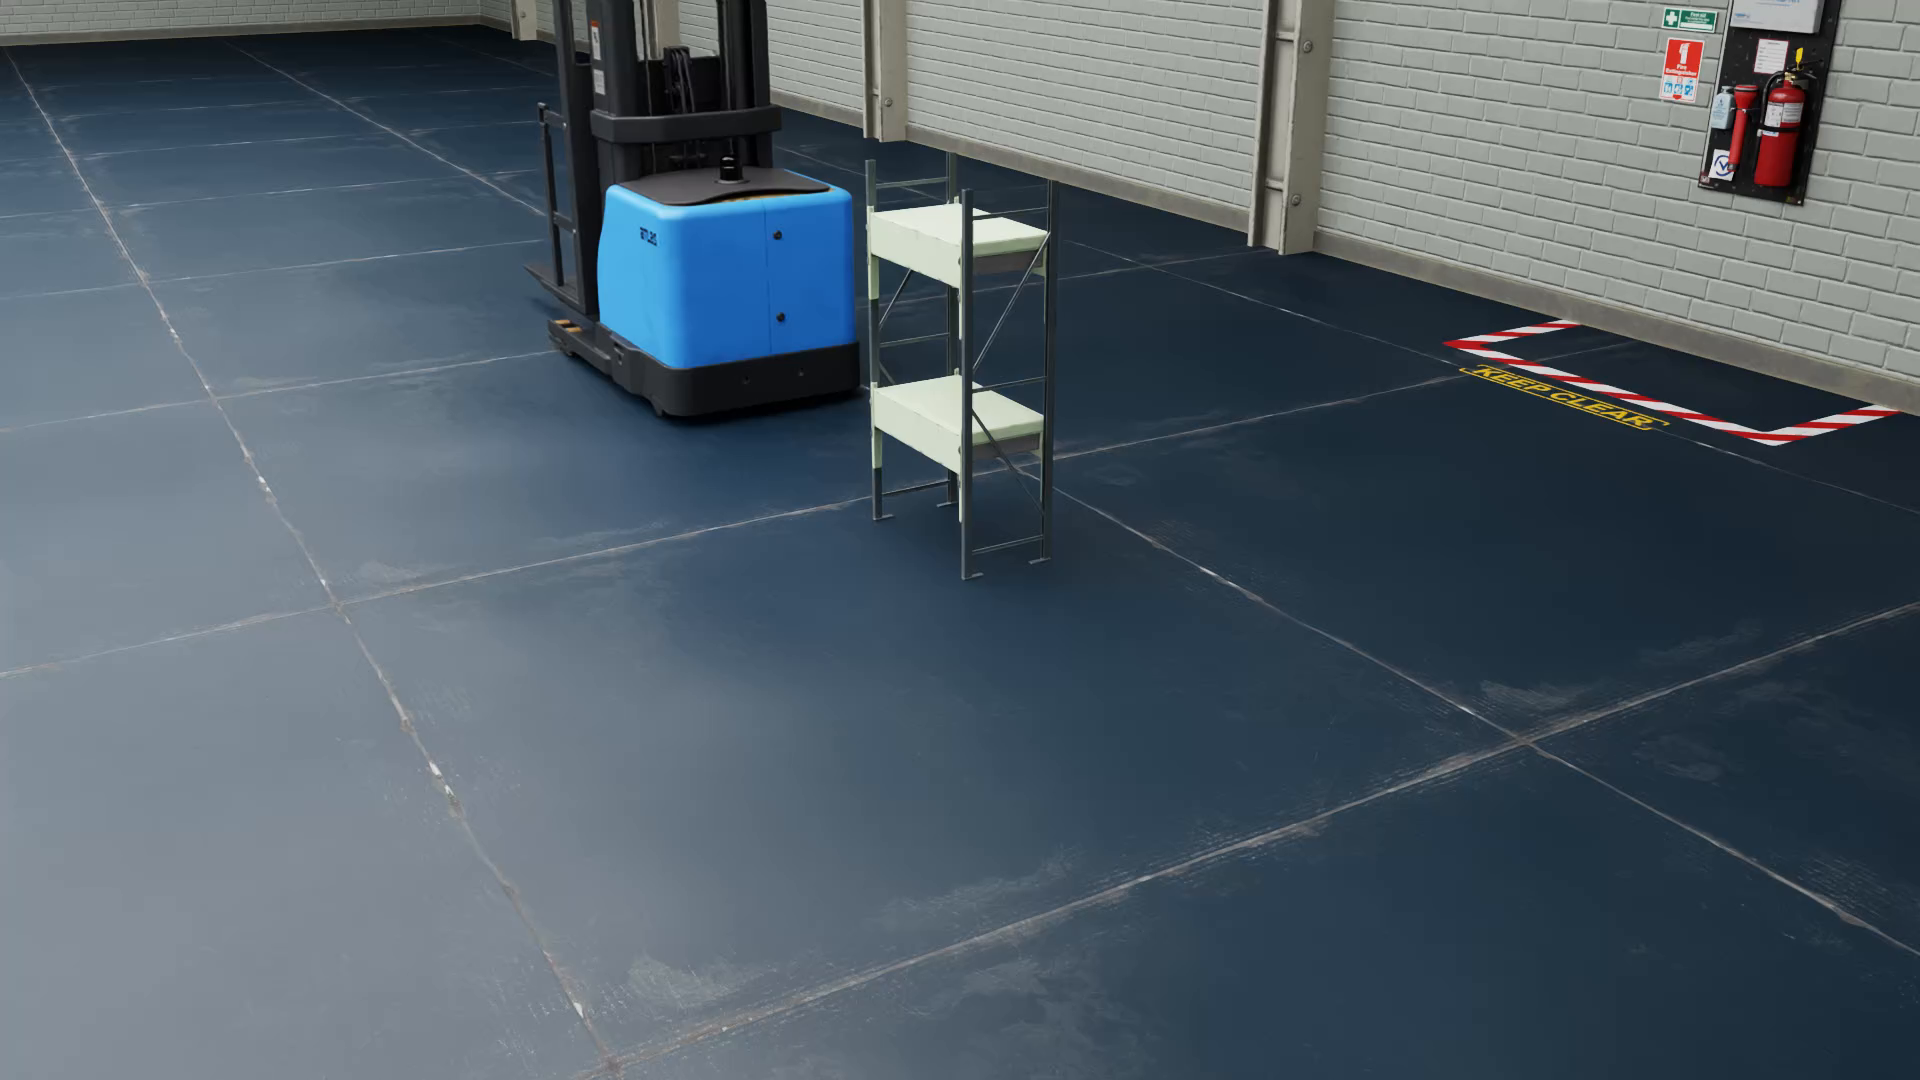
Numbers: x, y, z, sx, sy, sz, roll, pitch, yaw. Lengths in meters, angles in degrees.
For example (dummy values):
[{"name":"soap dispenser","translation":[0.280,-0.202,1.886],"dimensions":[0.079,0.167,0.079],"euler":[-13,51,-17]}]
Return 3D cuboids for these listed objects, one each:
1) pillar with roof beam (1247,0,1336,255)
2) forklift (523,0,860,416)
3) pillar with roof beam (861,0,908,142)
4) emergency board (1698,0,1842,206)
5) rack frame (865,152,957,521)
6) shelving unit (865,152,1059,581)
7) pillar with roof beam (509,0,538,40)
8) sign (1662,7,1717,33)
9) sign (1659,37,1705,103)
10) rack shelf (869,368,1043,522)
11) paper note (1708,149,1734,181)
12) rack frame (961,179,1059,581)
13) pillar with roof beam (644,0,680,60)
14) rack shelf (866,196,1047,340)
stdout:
[{"name":"pillar with roof beam","translation":[-1.383,-5.450,8.270],"dimensions":[9.100,9.000,0.400],"euler":[-13,25,-28]},{"name":"forklift","translation":[-1.699,-2.469,8.994],"dimensions":[1.130,2.935,3.031],"euler":[-13,25,-28]},{"name":"pillar with roof beam","translation":[-4.448,-7.393,13.049],"dimensions":[9.100,9.000,0.400],"euler":[-13,25,-28]},{"name":"emergency board","translation":[4.153,-2.364,8.645],"dimensions":[0.194,1.169,0.643],"euler":[-13,25,-28]},{"name":"rack frame","translation":[-0.190,-0.815,6.826],"dimensions":[0.400,1.500,0.023],"euler":[-13,25,-28]},{"name":"shelving unit","translation":[-0.003,-0.697,6.534],"dimensions":[0.431,1.500,0.755],"euler":[-13,25,-28]},{"name":"pillar with roof beam","translation":[-10.578,-11.277,22.606],"dimensions":[9.100,9.000,0.400],"euler":[-13,25,-28]},{"name":"sign","translation":[3.954,-2.822,9.019],"dimensions":[0.001,0.109,0.331],"euler":[-13,25,-28]},{"name":"sign","translation":[3.960,-2.580,9.127],"dimensions":[0.001,0.329,0.234],"euler":[-13,25,-28]},{"name":"rack shelf","translation":[-0.003,-0.395,6.657],"dimensions":[0.431,0.370,0.720],"euler":[-13,25,-28]},{"name":"paper note","translation":[4.122,-2.027,8.984],"dimensions":[0.016,0.148,0.142],"euler":[-13,25,-28]},{"name":"rack frame","translation":[0.184,-0.578,6.243],"dimensions":[0.400,1.500,0.023],"euler":[-13,25,-28]},{"name":"pillar with roof beam","translation":[-7.513,-9.335,17.827],"dimensions":[9.100,9.000,0.400],"euler":[-13,25,-28]},{"name":"rack shelf","translation":[-0.003,-1.058,6.387],"dimensions":[0.431,0.370,0.720],"euler":[-13,25,-28]}]
